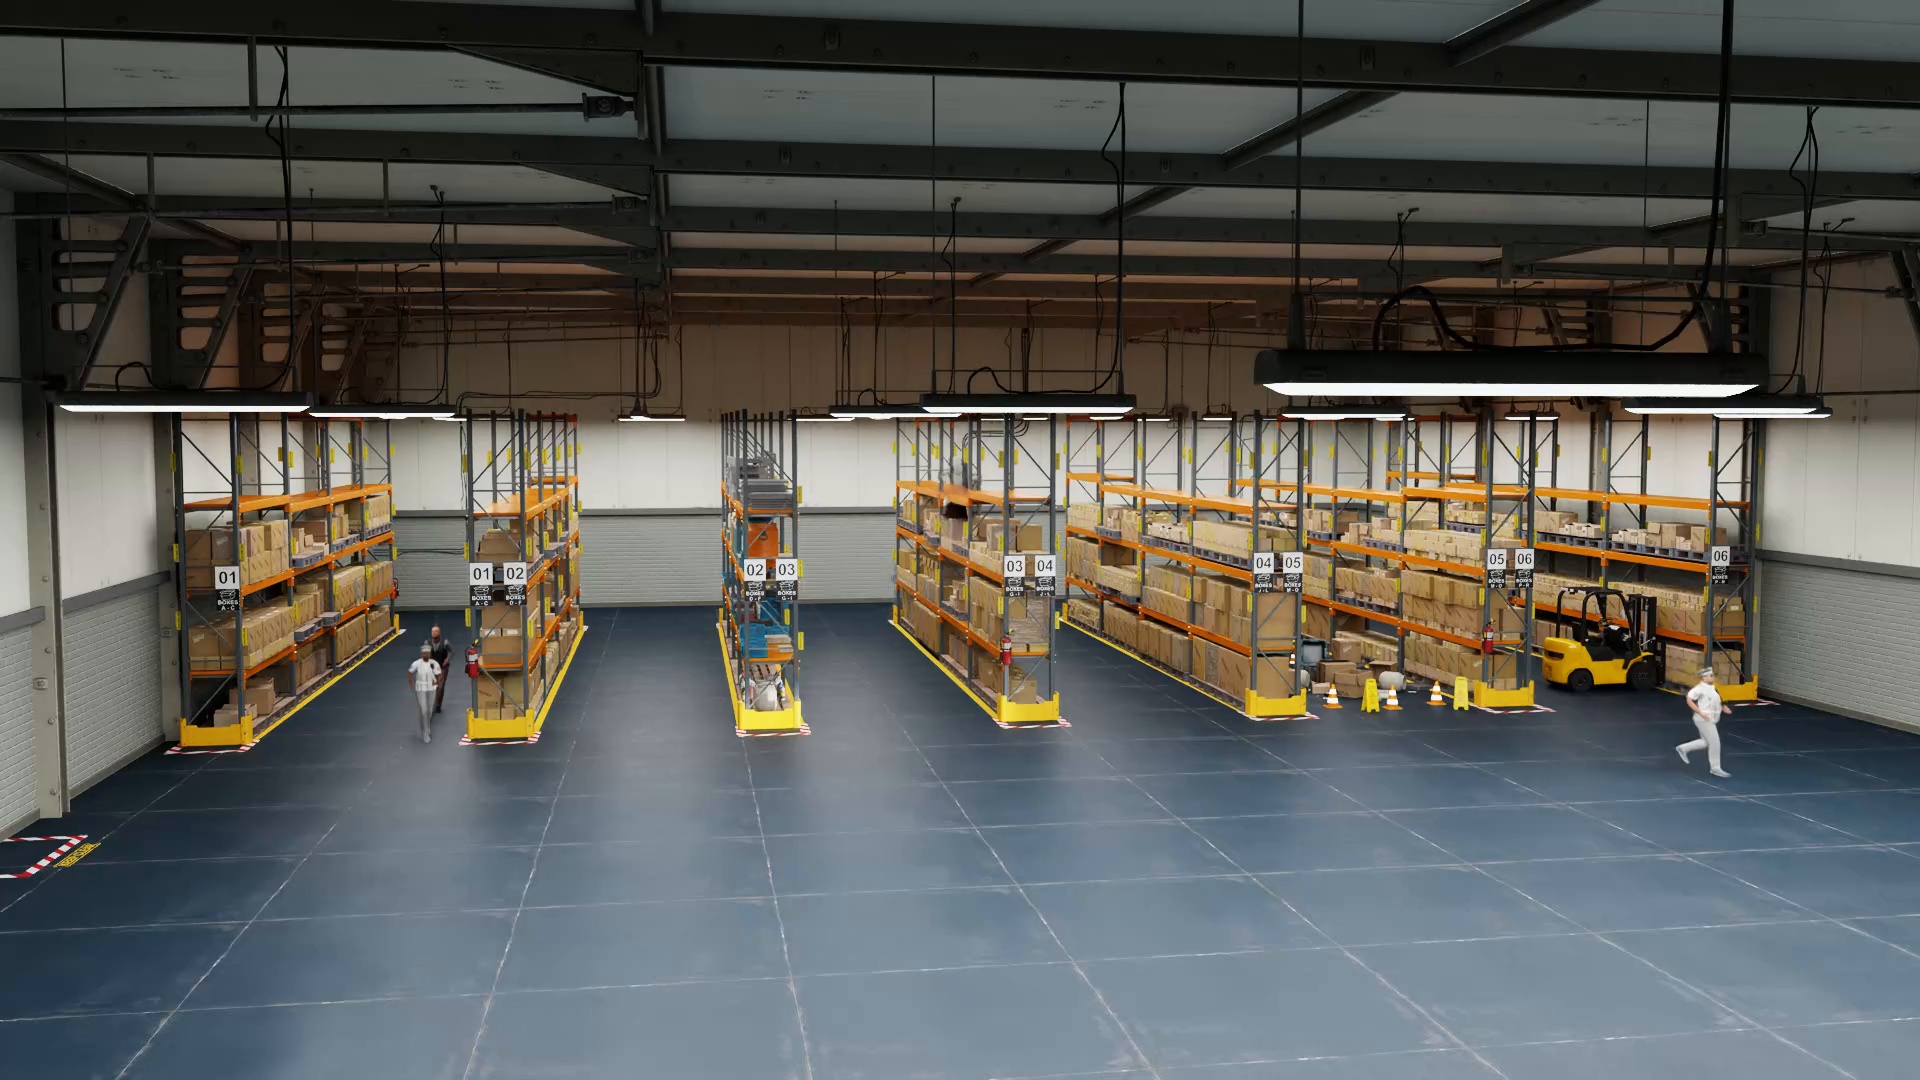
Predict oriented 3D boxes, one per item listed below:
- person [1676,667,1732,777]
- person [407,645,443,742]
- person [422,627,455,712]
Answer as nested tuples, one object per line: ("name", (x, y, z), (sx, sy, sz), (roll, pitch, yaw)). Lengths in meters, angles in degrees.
("person", (12.193, 2.954, 27.227), (0.879, 1.785, 0.663), (3, 5, 40))
("person", (-9.730, 2.766, 30.289), (0.575, 1.730, 0.852), (-2, 5, -29))
("person", (-10.411, 2.571, 33.152), (0.656, 1.686, 0.598), (-1, 4, -12))
